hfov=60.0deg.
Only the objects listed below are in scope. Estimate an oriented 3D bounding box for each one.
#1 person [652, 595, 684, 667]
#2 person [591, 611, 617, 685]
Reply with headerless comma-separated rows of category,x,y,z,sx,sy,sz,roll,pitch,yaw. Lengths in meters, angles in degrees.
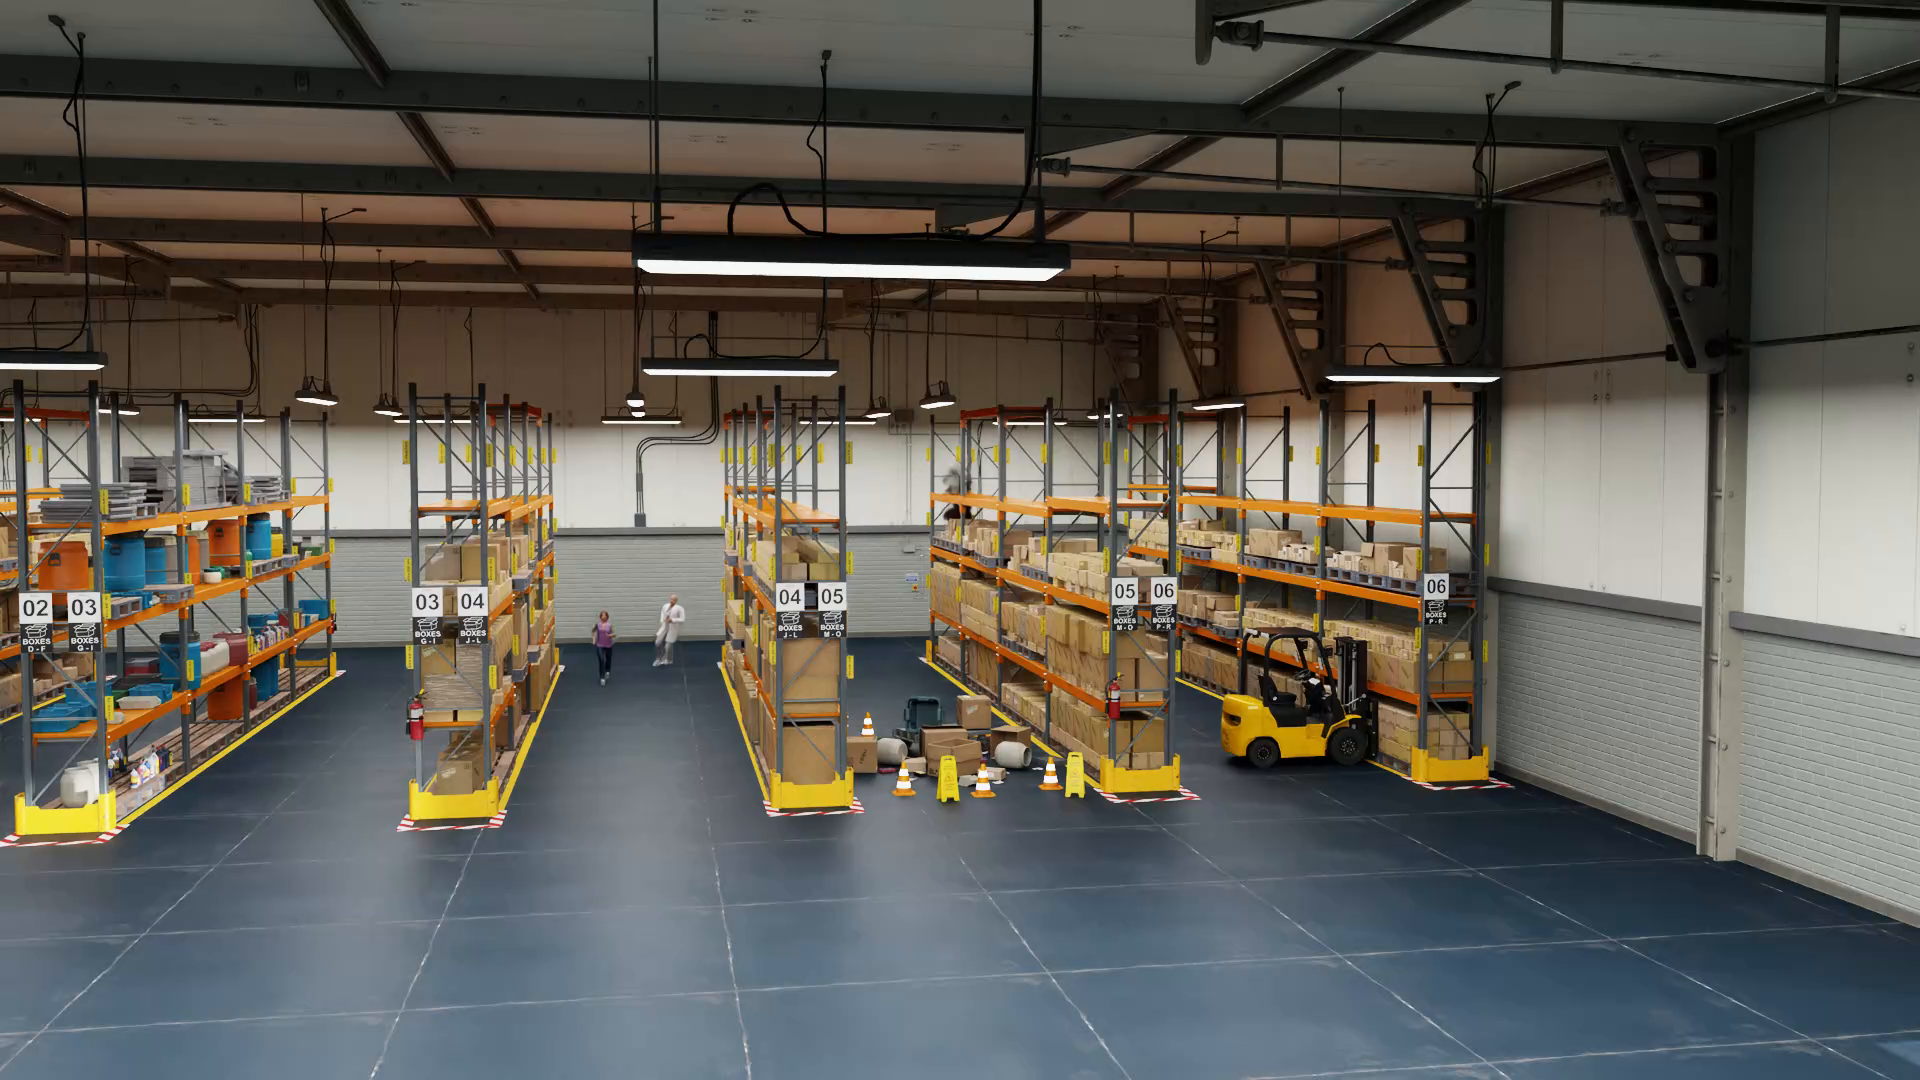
person,-6.886,2.156,39.417,0.815,1.745,0.740,1,3,18
person,-7.802,2.344,36.453,0.539,1.575,0.893,-1,3,-14
